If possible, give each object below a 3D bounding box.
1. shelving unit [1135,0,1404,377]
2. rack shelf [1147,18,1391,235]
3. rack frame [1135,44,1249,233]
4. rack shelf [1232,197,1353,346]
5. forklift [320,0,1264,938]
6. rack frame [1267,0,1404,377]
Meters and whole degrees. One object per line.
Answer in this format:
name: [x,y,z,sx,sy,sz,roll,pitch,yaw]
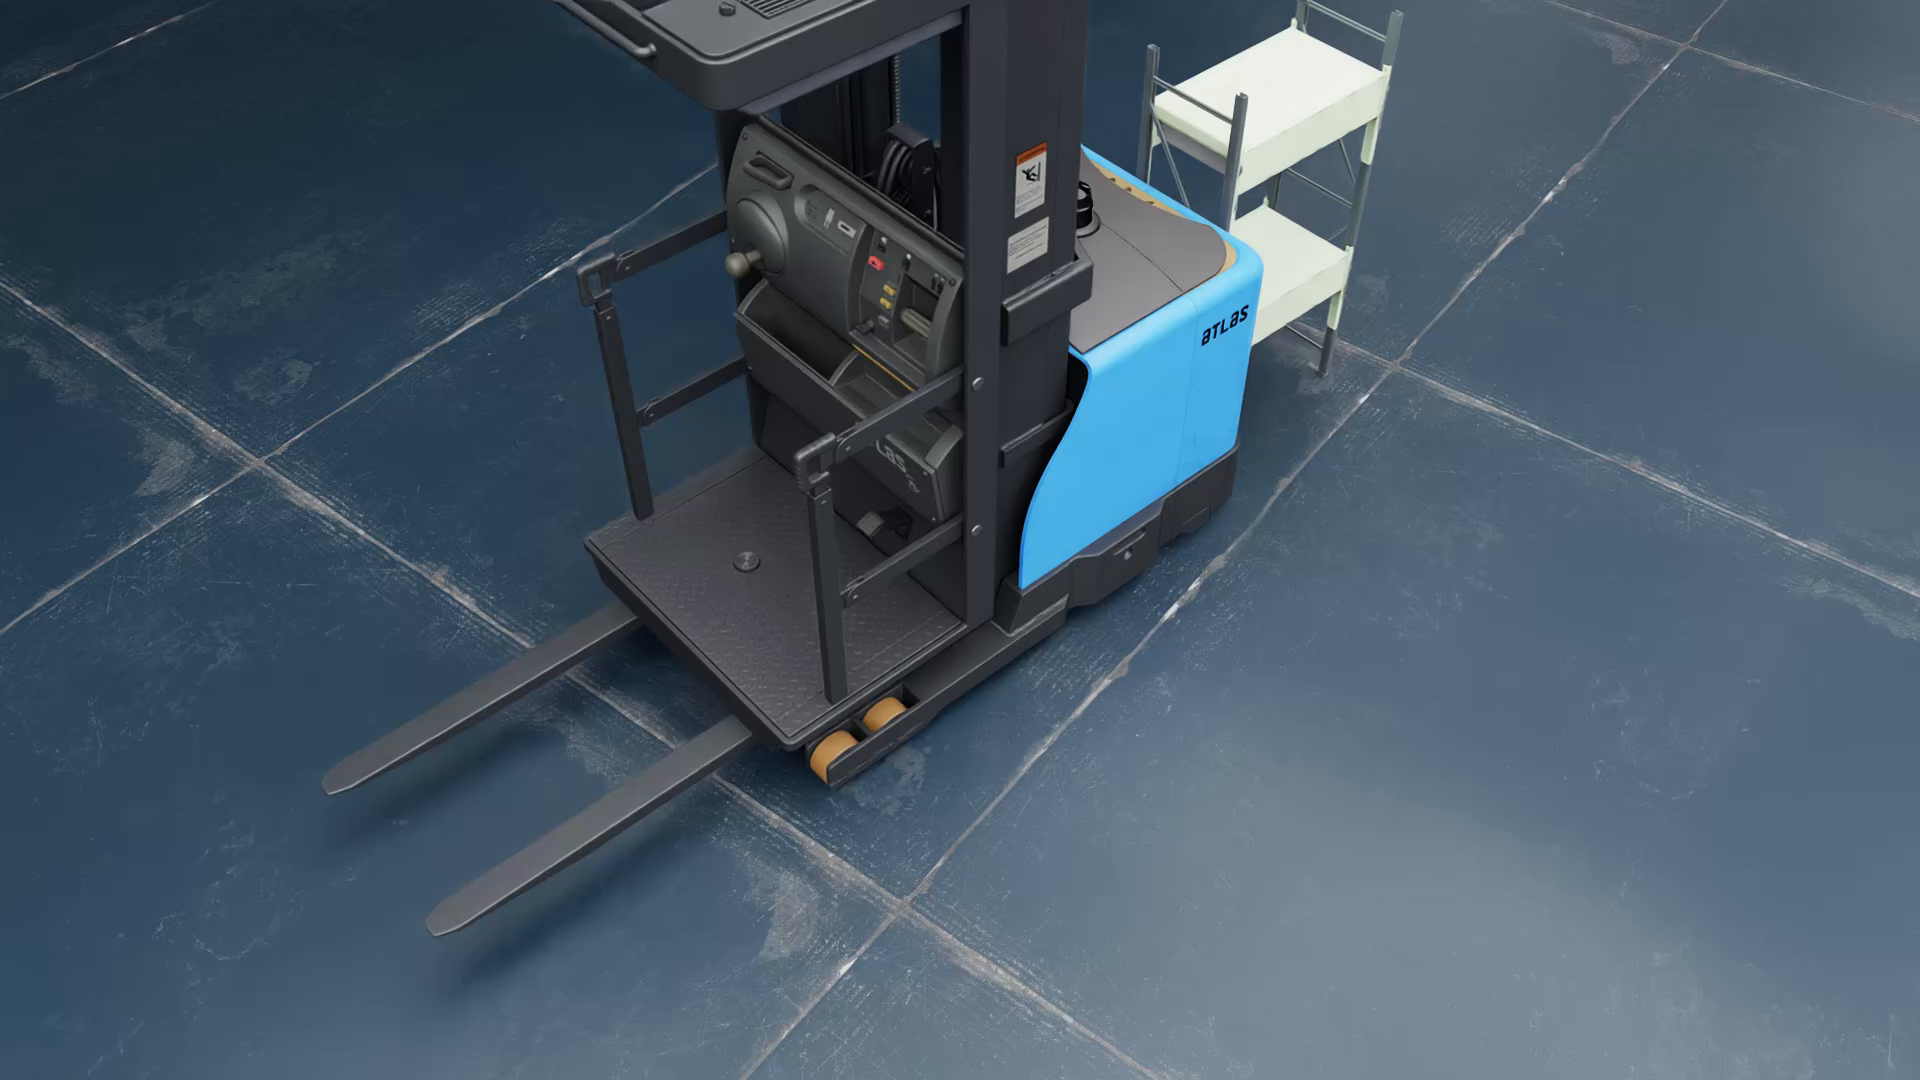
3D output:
shelving unit: [0.992,-1.077,5.742,0.755,1.500,0.431,-32,54,-27]
rack shelf: [0.992,-1.347,5.460,0.720,0.370,0.431,-32,54,-27]
rack frame: [0.718,-0.902,5.575,0.023,1.500,0.400,-32,54,-27]
rack shelf: [0.992,-0.852,5.978,0.720,0.370,0.431,-32,54,-27]
forklift: [-0.486,-0.703,4.395,3.031,2.935,1.130,-32,54,-27]
rack frame: [1.267,-1.252,5.909,0.023,1.500,0.400,-32,54,-27]
